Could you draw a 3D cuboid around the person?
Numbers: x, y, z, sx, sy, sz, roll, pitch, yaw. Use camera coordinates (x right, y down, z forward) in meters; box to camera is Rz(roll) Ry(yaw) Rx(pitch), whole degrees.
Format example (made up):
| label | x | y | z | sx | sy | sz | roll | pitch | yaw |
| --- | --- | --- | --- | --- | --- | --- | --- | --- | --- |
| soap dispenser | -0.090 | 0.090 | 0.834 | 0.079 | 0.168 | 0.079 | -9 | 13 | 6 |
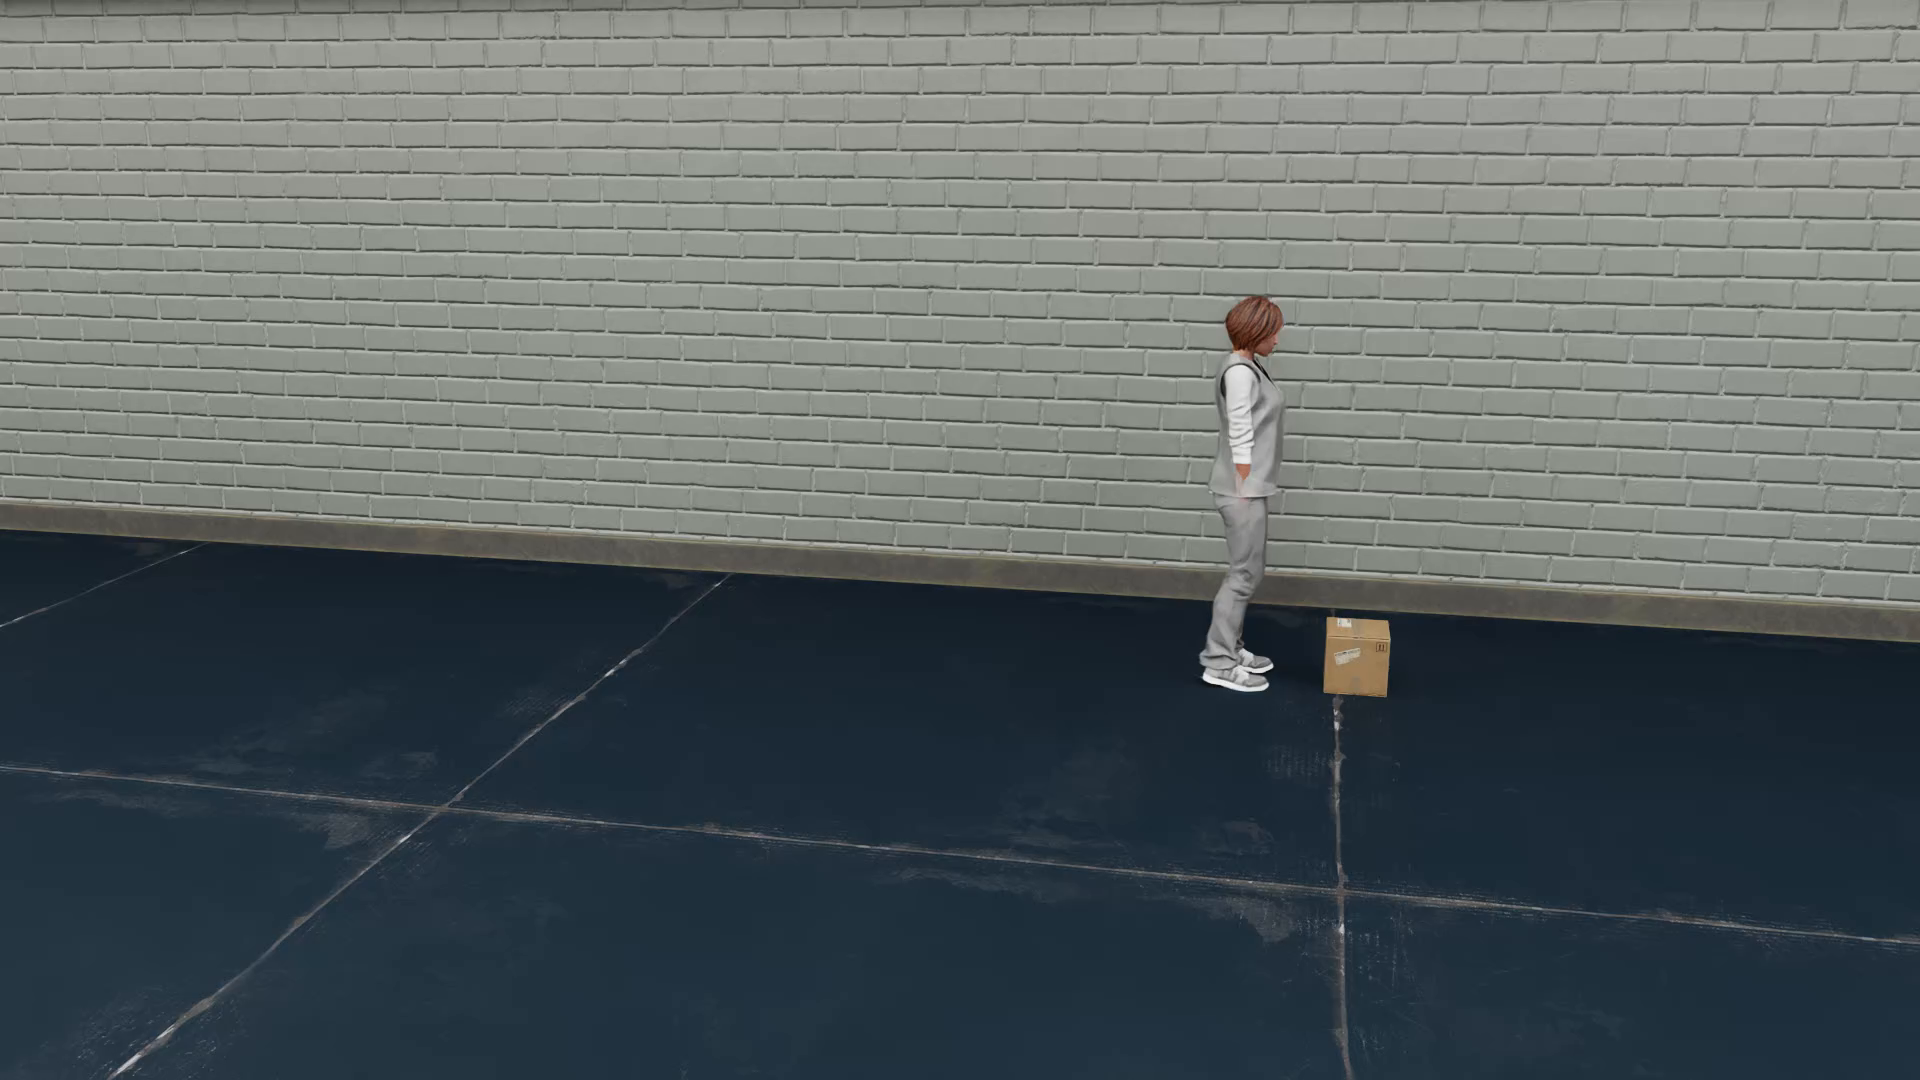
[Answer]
| label | x | y | z | sx | sy | sz | roll | pitch | yaw |
| --- | --- | --- | --- | --- | --- | --- | --- | --- | --- |
| person | 1.161 | -0.190 | 6.789 | 0.300 | 1.592 | 0.407 | 3 | 15 | 12 |
